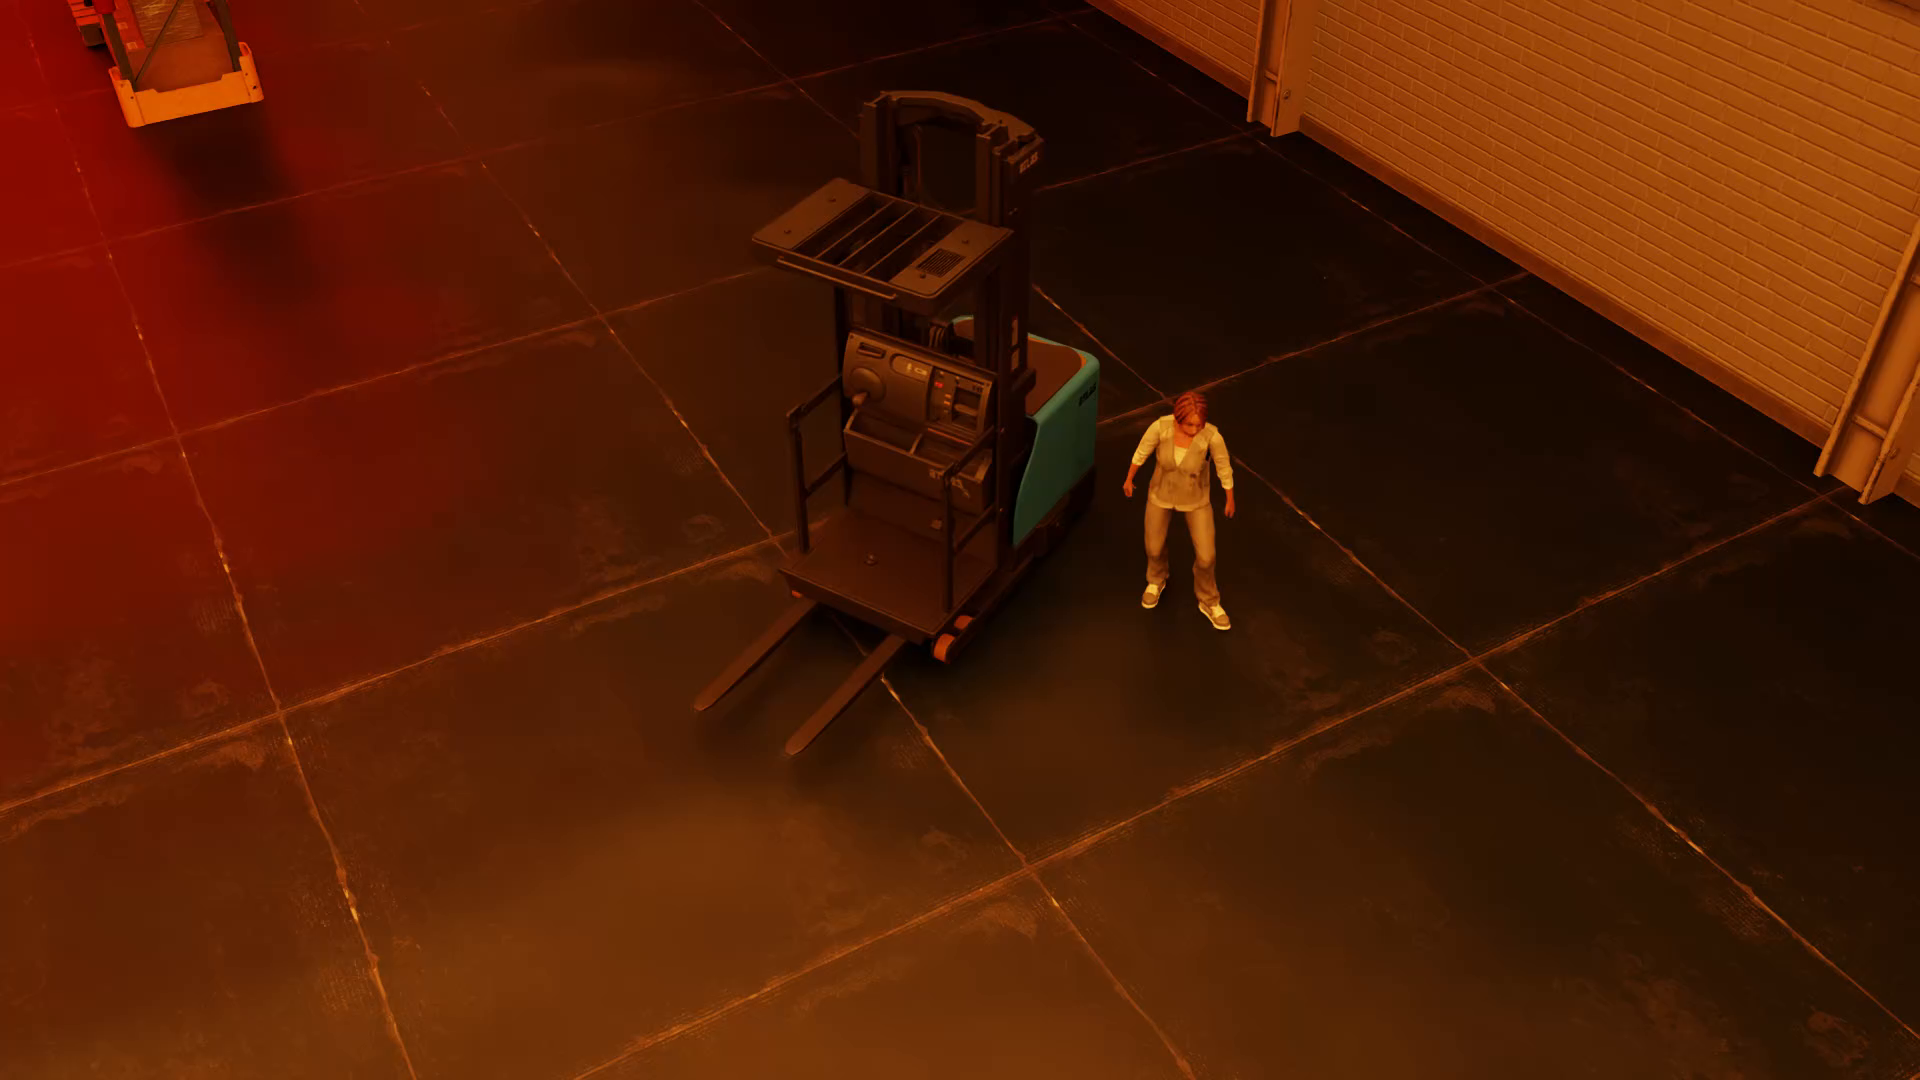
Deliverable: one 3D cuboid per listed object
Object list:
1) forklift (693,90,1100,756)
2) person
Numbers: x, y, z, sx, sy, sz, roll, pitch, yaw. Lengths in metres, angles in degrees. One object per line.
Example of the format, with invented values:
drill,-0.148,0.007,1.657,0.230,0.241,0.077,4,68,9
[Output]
forklift,-0.349,-0.770,8.965,1.130,2.935,3.031,22,44,24
person,1.263,-0.210,9.373,0.725,1.564,0.373,10,41,12
